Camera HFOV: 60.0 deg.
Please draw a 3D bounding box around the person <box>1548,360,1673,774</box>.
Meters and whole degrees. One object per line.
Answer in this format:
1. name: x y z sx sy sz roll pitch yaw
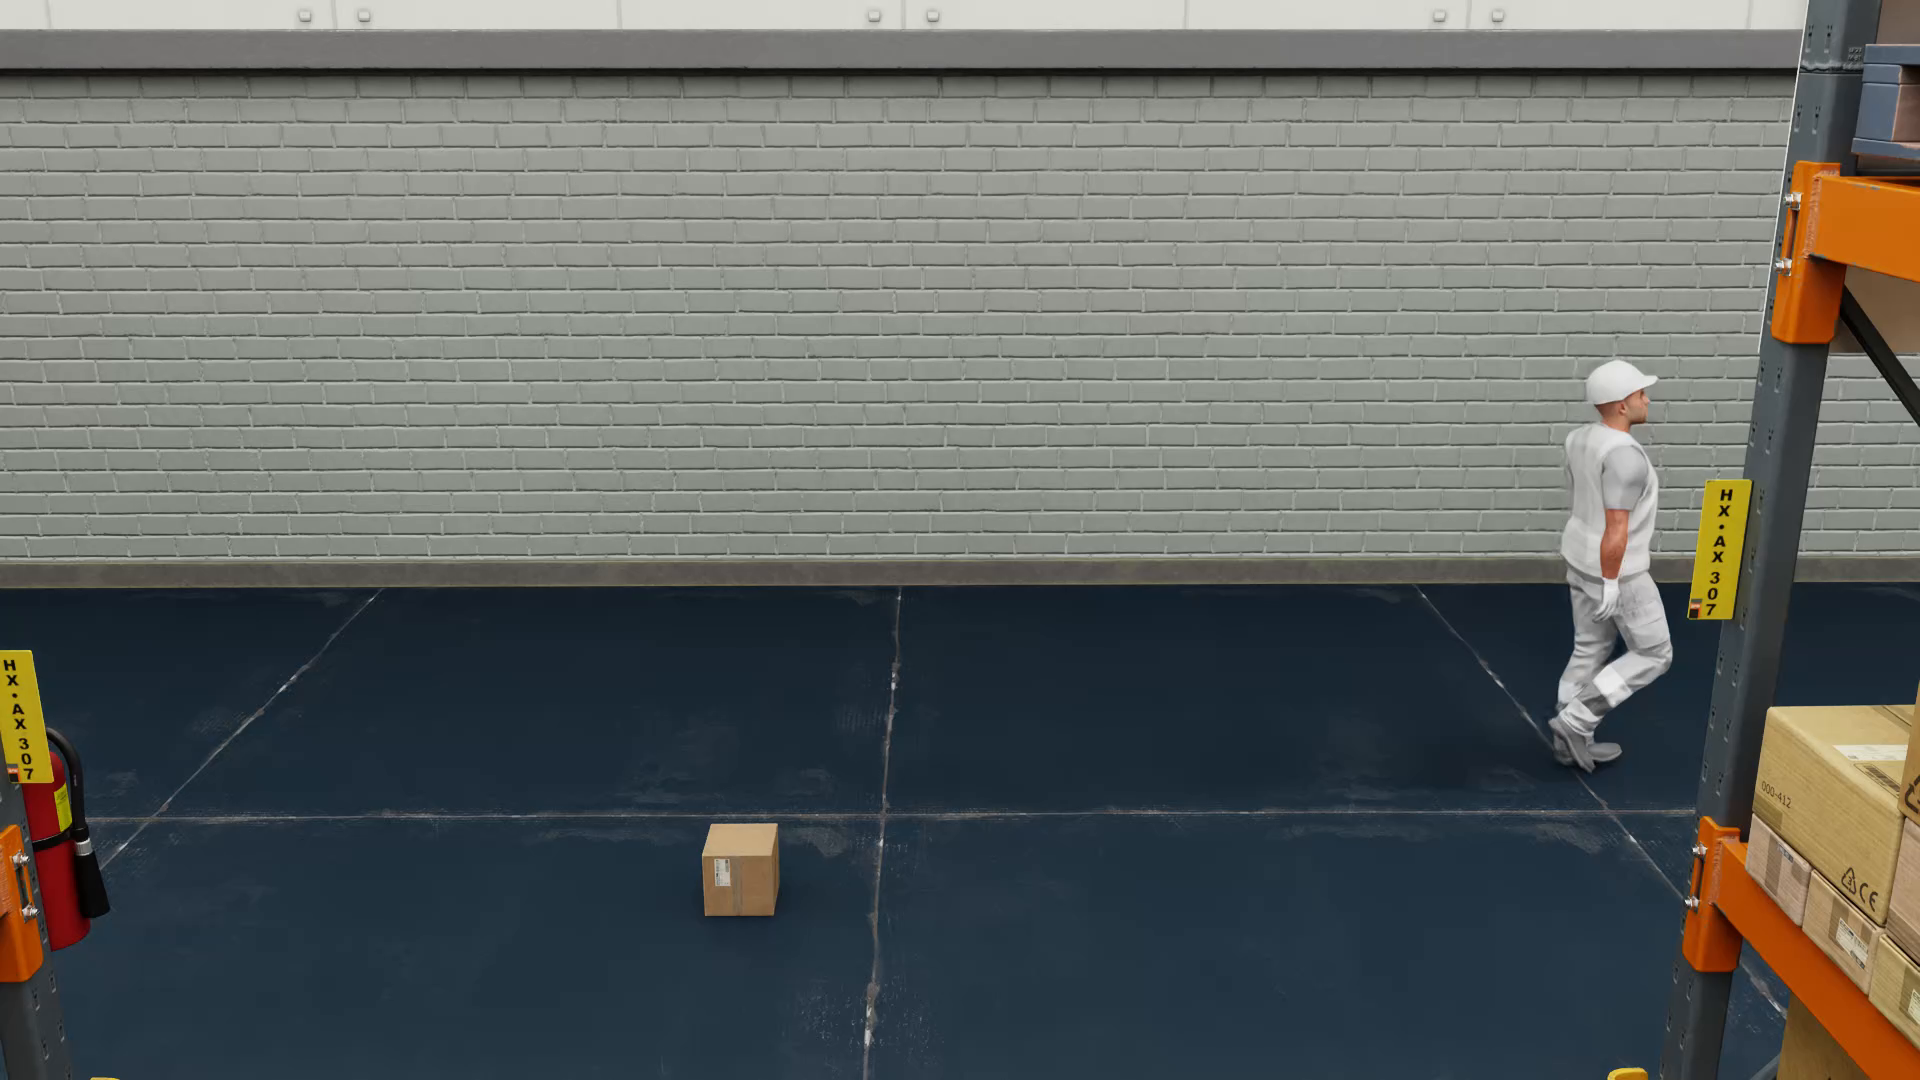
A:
1. person: 2.742 0.124 7.019 0.481 1.780 0.526 -2 17 -6
